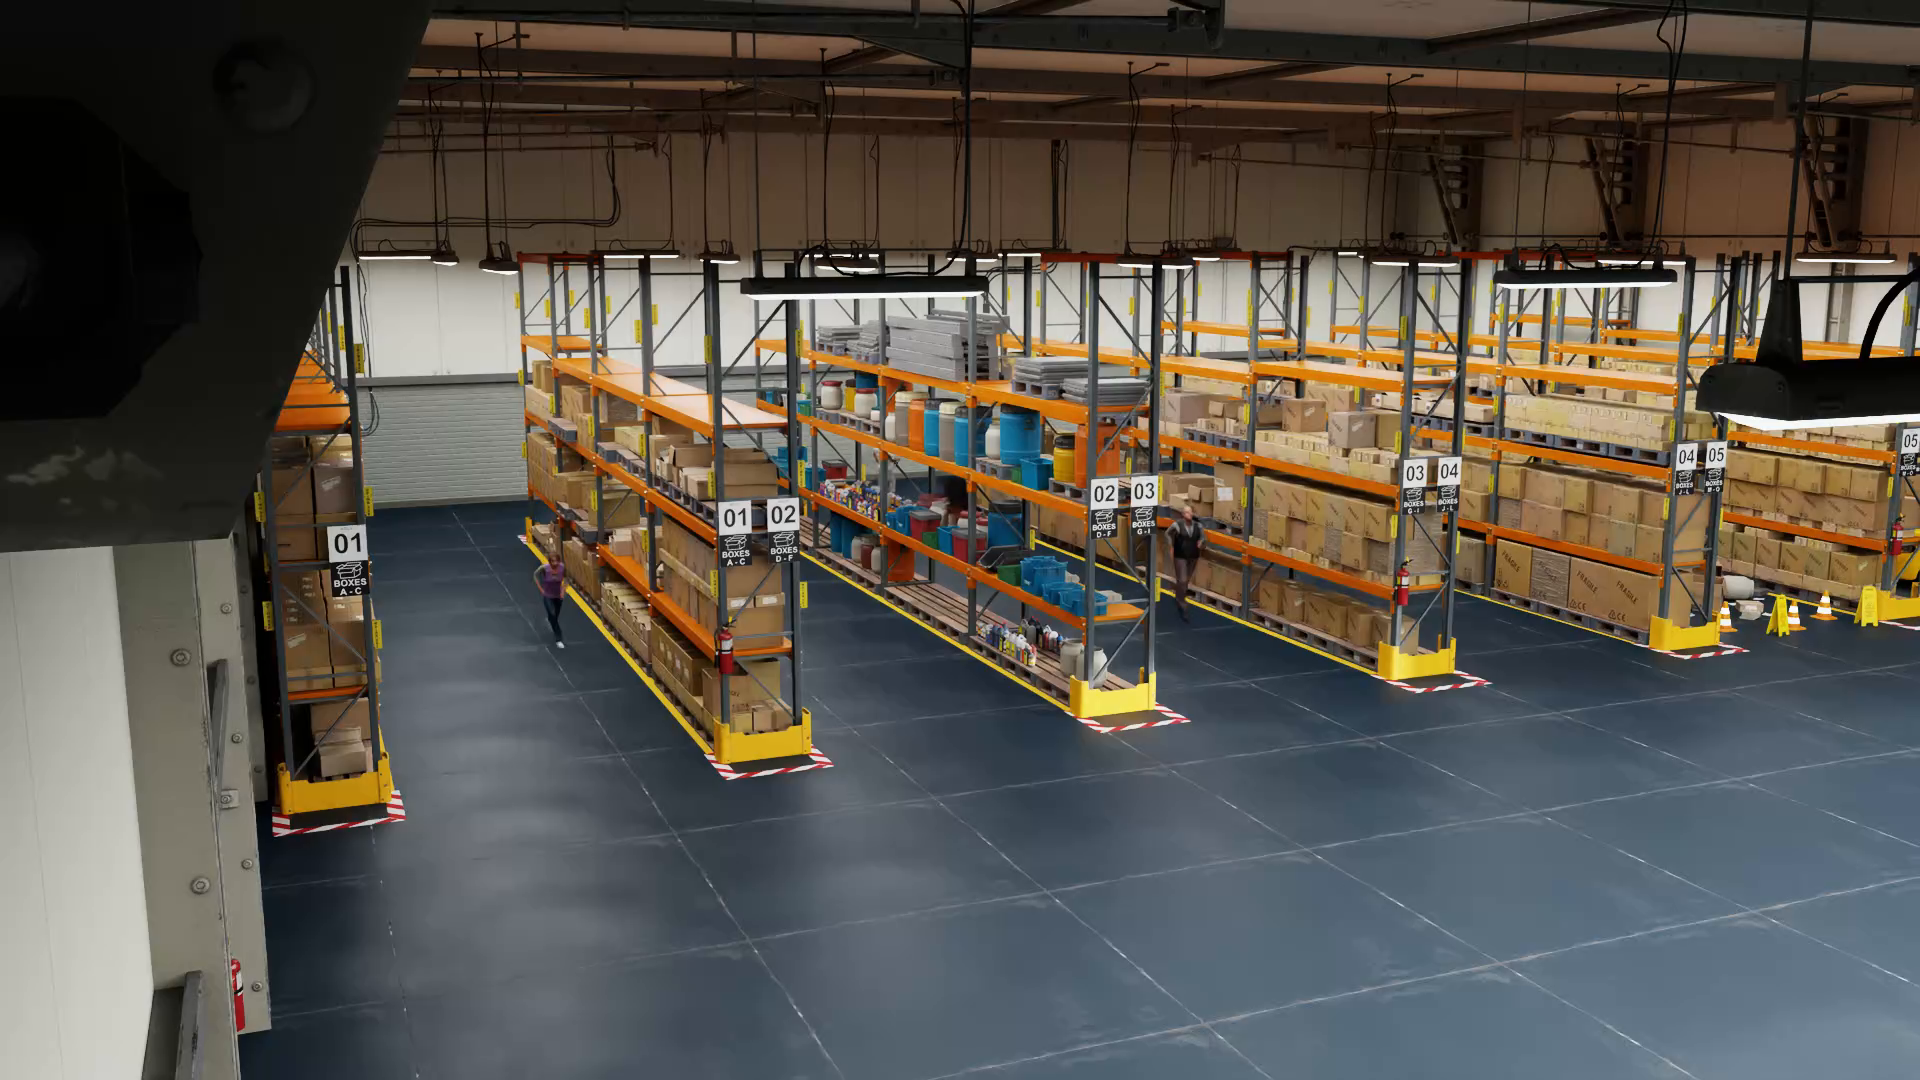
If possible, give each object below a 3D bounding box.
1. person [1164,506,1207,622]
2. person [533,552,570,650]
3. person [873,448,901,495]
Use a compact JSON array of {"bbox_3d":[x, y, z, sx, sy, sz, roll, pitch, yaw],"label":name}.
[{"bbox_3d":[3.661,0.355,26.839,0.637,1.839,0.729,-3,11,-17],"label":"person"},{"bbox_3d":[-6.393,0.894,26.026,0.557,1.548,0.894,-4,11,-20],"label":"person"},{"bbox_3d":[-1.769,-1.633,39.245,0.789,1.740,0.567,-3,11,-16],"label":"person"}]
